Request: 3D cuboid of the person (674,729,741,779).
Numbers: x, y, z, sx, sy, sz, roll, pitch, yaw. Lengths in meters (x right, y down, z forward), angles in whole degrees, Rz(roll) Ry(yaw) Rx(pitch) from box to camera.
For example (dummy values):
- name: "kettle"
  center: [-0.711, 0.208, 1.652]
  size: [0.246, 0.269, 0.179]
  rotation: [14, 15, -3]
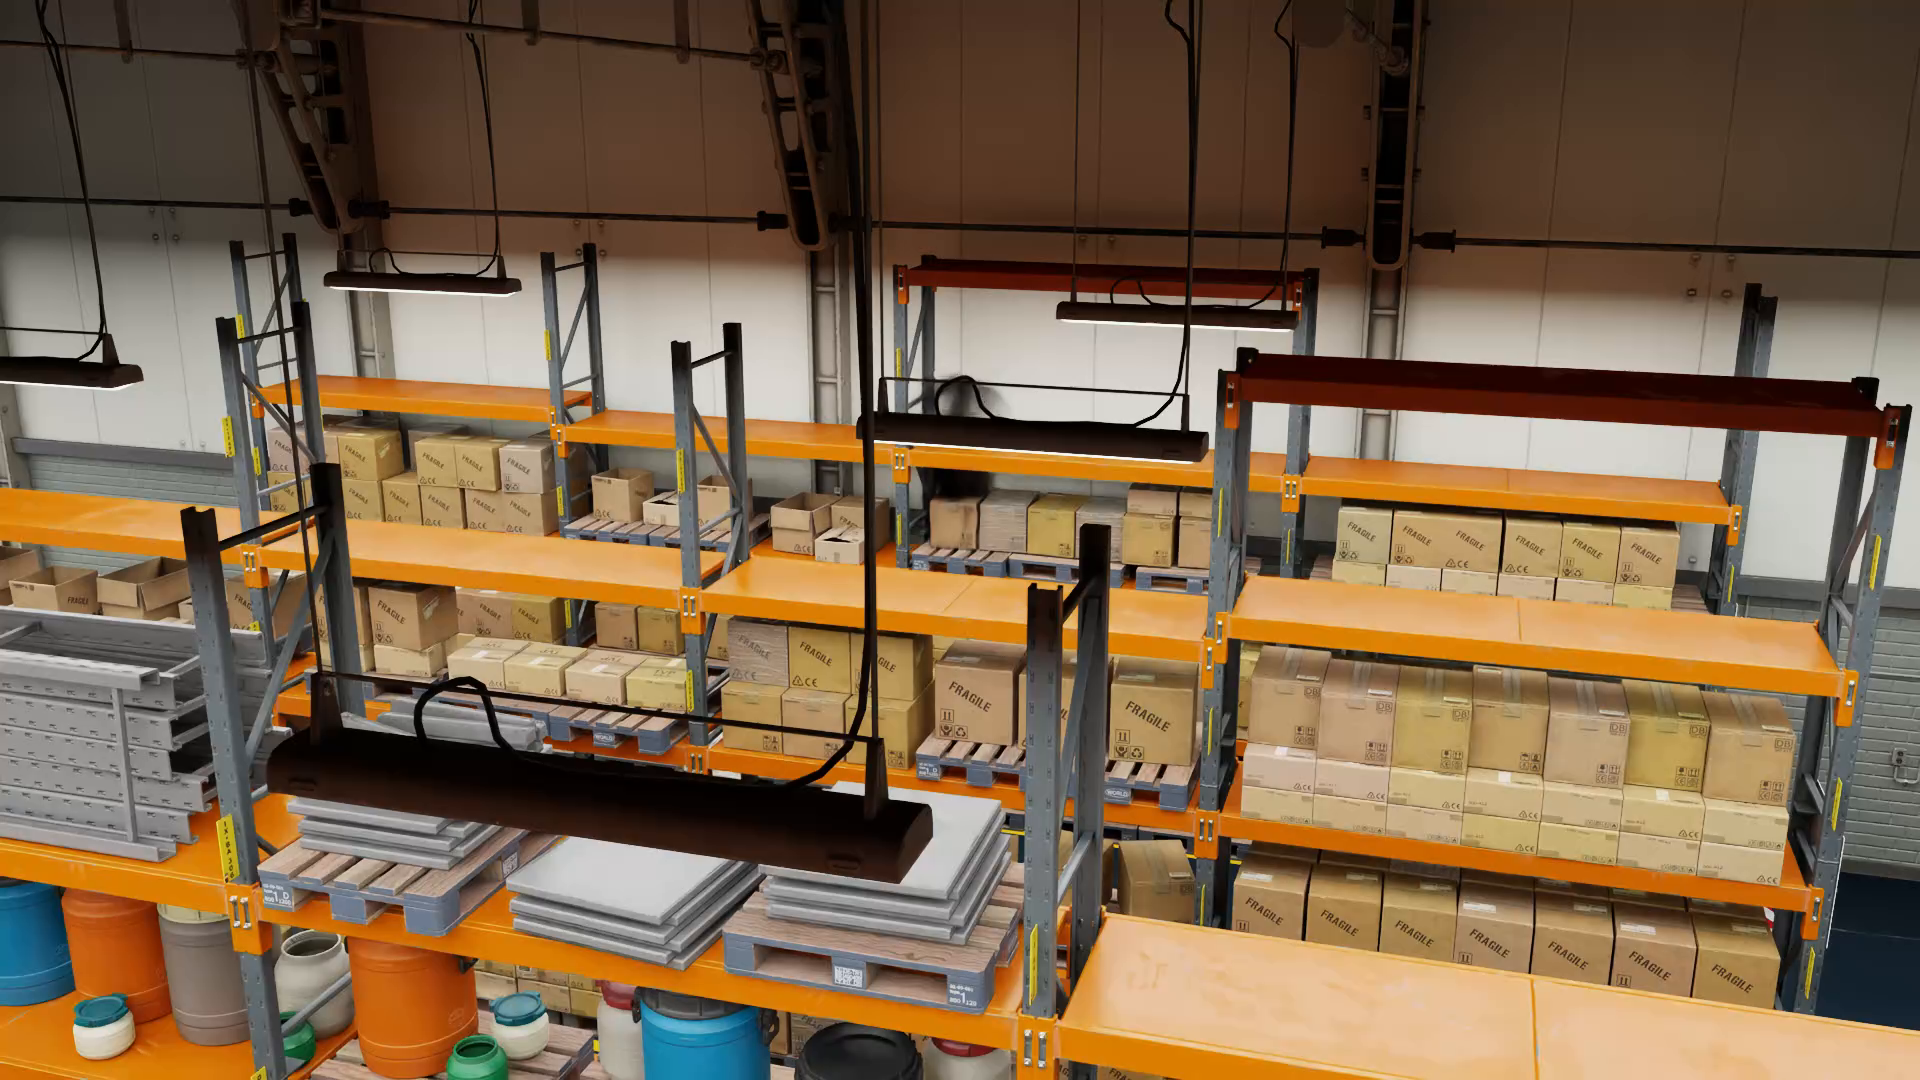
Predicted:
- name: "person"
  center: [-2.427, 2.560, 16.970]
  size: [1.064, 1.594, 0.675]
  rotation: [6, 17, 20]
